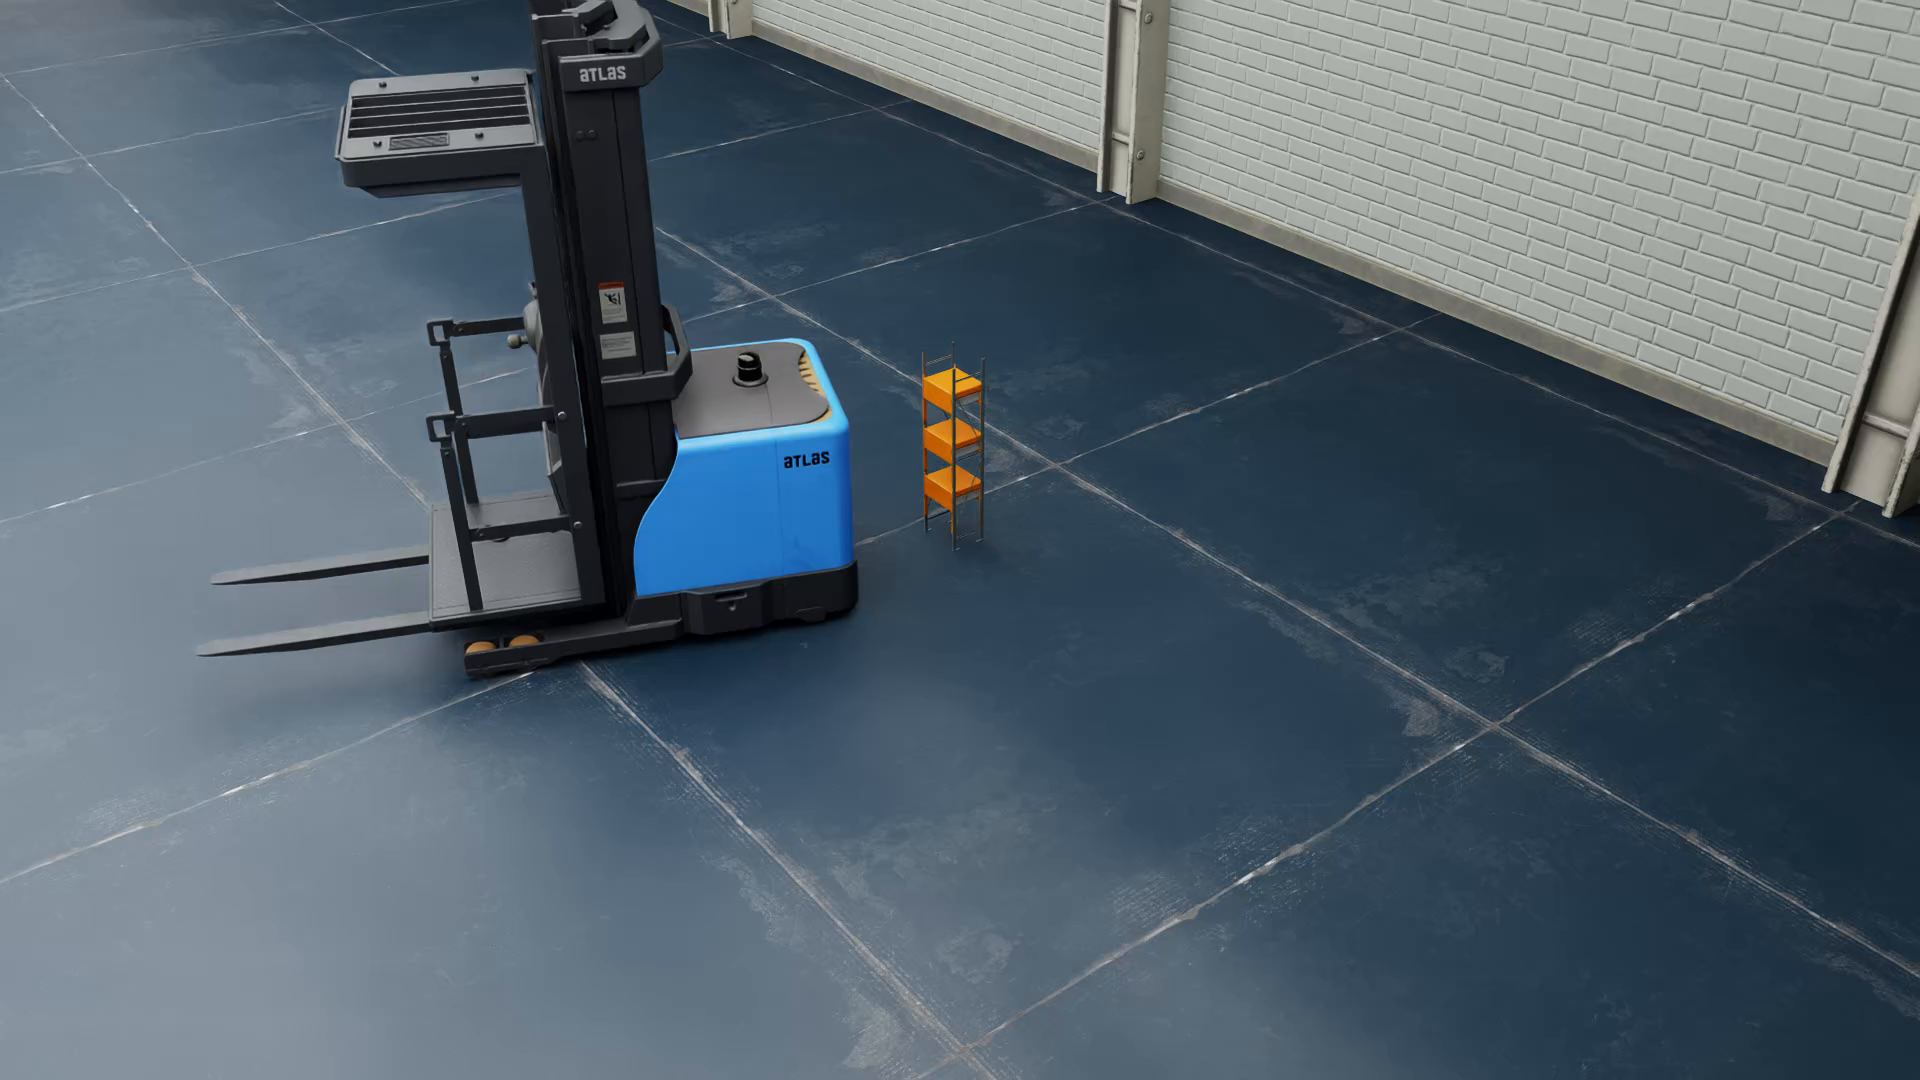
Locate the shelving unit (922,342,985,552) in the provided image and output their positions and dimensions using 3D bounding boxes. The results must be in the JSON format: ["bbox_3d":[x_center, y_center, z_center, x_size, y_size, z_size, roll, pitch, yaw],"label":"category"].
[{"bbox_3d":[-0.033,-0.468,8.509,0.215,1.050,0.252,-22,38,-31],"label":"shelving unit"}]

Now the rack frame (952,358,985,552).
[{"bbox_3d":[0.042,-0.417,8.427,0.200,1.050,0.008,-22,38,-31],"label":"rack frame"}]

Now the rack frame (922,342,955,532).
[{"bbox_3d":[-0.108,-0.519,8.591,0.200,1.050,0.008,-22,38,-31],"label":"rack frame"}]

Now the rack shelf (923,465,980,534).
[{"bbox_3d":[-0.033,-0.223,8.661,0.215,0.259,0.240,-22,38,-31],"label":"rack shelf"}]

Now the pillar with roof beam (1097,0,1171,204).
[{"bbox_3d":[-2.075,-5.177,8.557,9.100,9.000,0.400,-22,38,-31],"label":"pillar with roof beam"}]

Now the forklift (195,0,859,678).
[{"bbox_3d":[-2.072,-0.916,7.446,3.031,2.935,1.130,-8,33,-13],"label":"forklift"}]

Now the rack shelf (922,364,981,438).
[{"bbox_3d":[-0.033,-0.700,8.365,0.215,0.259,0.240,-22,38,-31],"label":"rack shelf"}]

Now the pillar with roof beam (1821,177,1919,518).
[{"bbox_3d":[1.604,-2.677,4.530,9.100,9.000,0.400,-22,38,-31],"label":"pillar with roof beam"}]

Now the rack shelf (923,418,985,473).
[{"bbox_3d":[-0.033,-0.459,8.515,0.215,0.259,0.240,-22,38,-31],"label":"rack shelf"}]

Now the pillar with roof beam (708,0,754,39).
[{"bbox_3d":[-5.754,-7.678,12.583,9.100,9.000,0.400,-22,38,-31],"label":"pillar with roof beam"}]
